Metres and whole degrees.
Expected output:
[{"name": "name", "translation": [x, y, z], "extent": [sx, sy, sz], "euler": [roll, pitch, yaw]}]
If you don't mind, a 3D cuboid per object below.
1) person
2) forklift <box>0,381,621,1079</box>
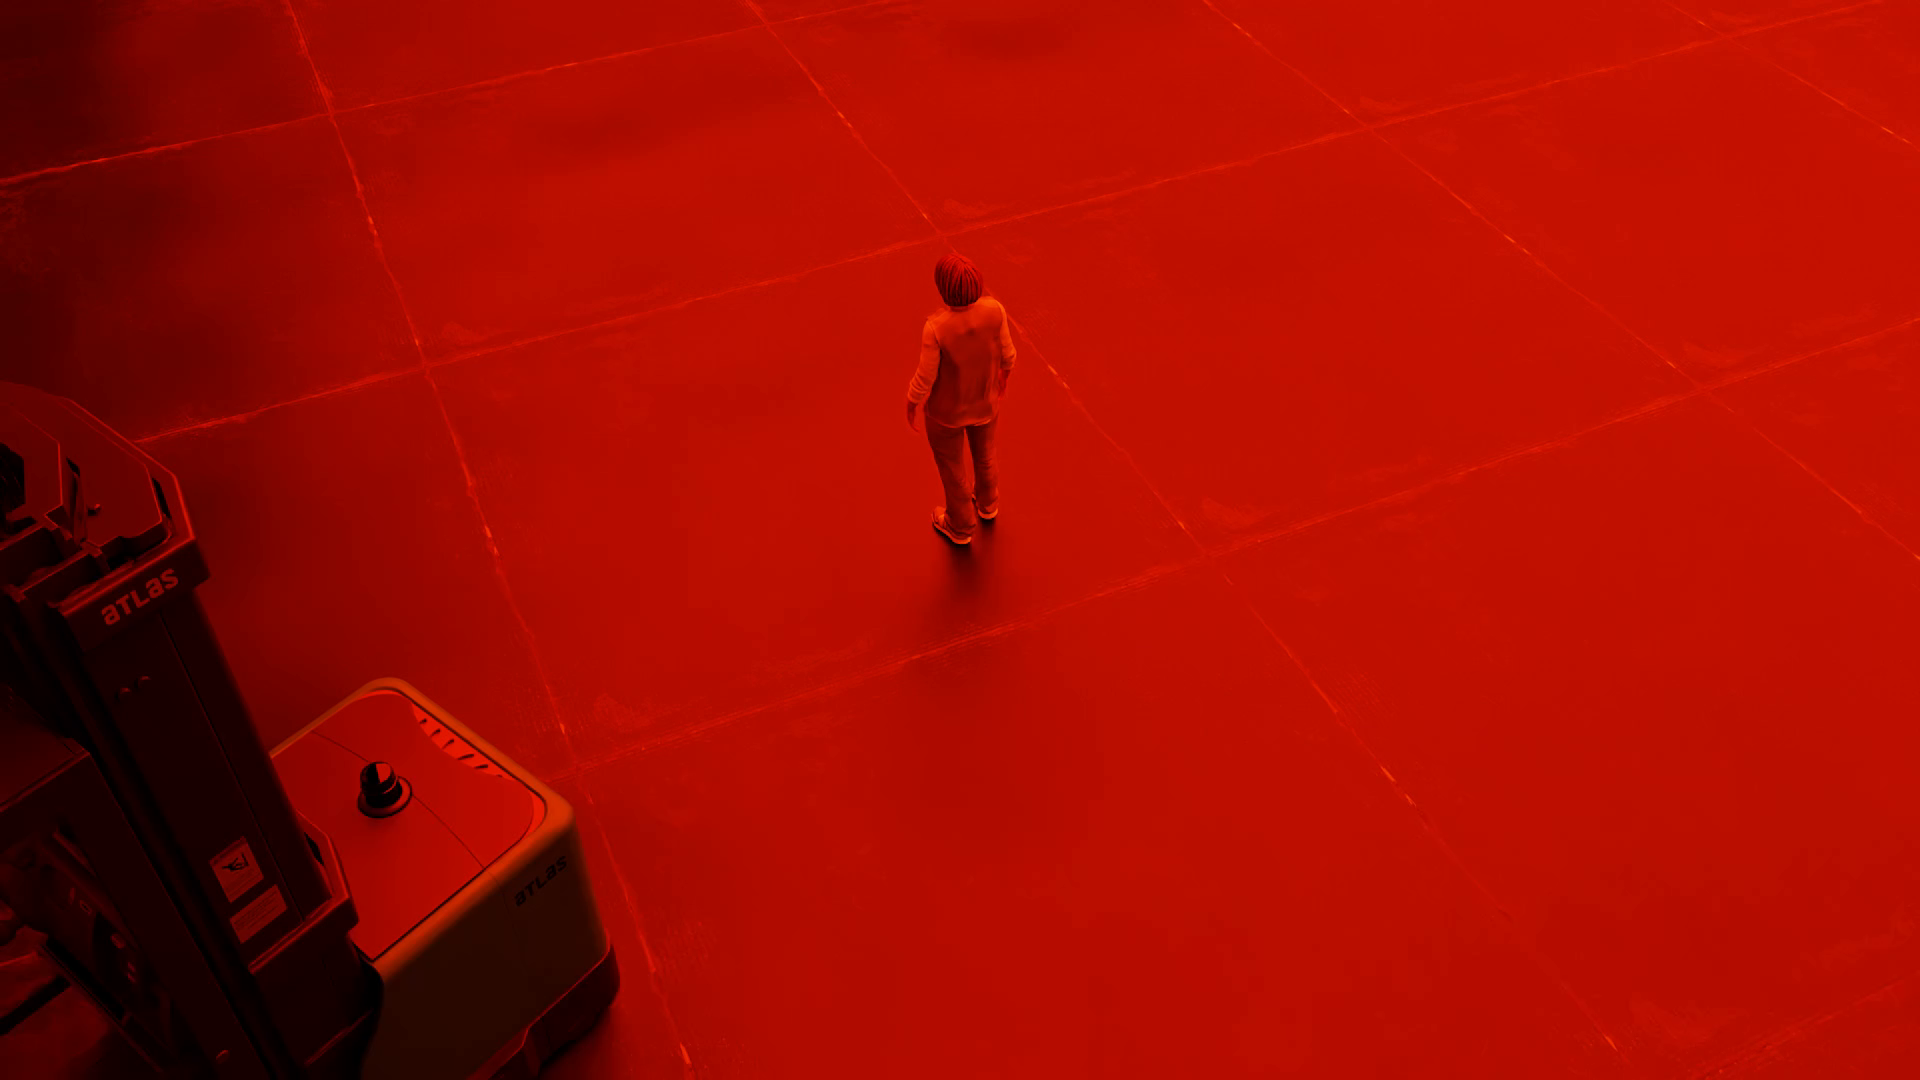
[{"name": "person", "translation": [-0.018, -0.640, 7.332], "extent": [0.520, 1.599, 0.473], "euler": [-18, 46, -18]}, {"name": "forklift", "translation": [-2.539, 1.155, 4.443], "extent": [1.130, 2.935, 3.031], "euler": [29, 50, 27]}]
